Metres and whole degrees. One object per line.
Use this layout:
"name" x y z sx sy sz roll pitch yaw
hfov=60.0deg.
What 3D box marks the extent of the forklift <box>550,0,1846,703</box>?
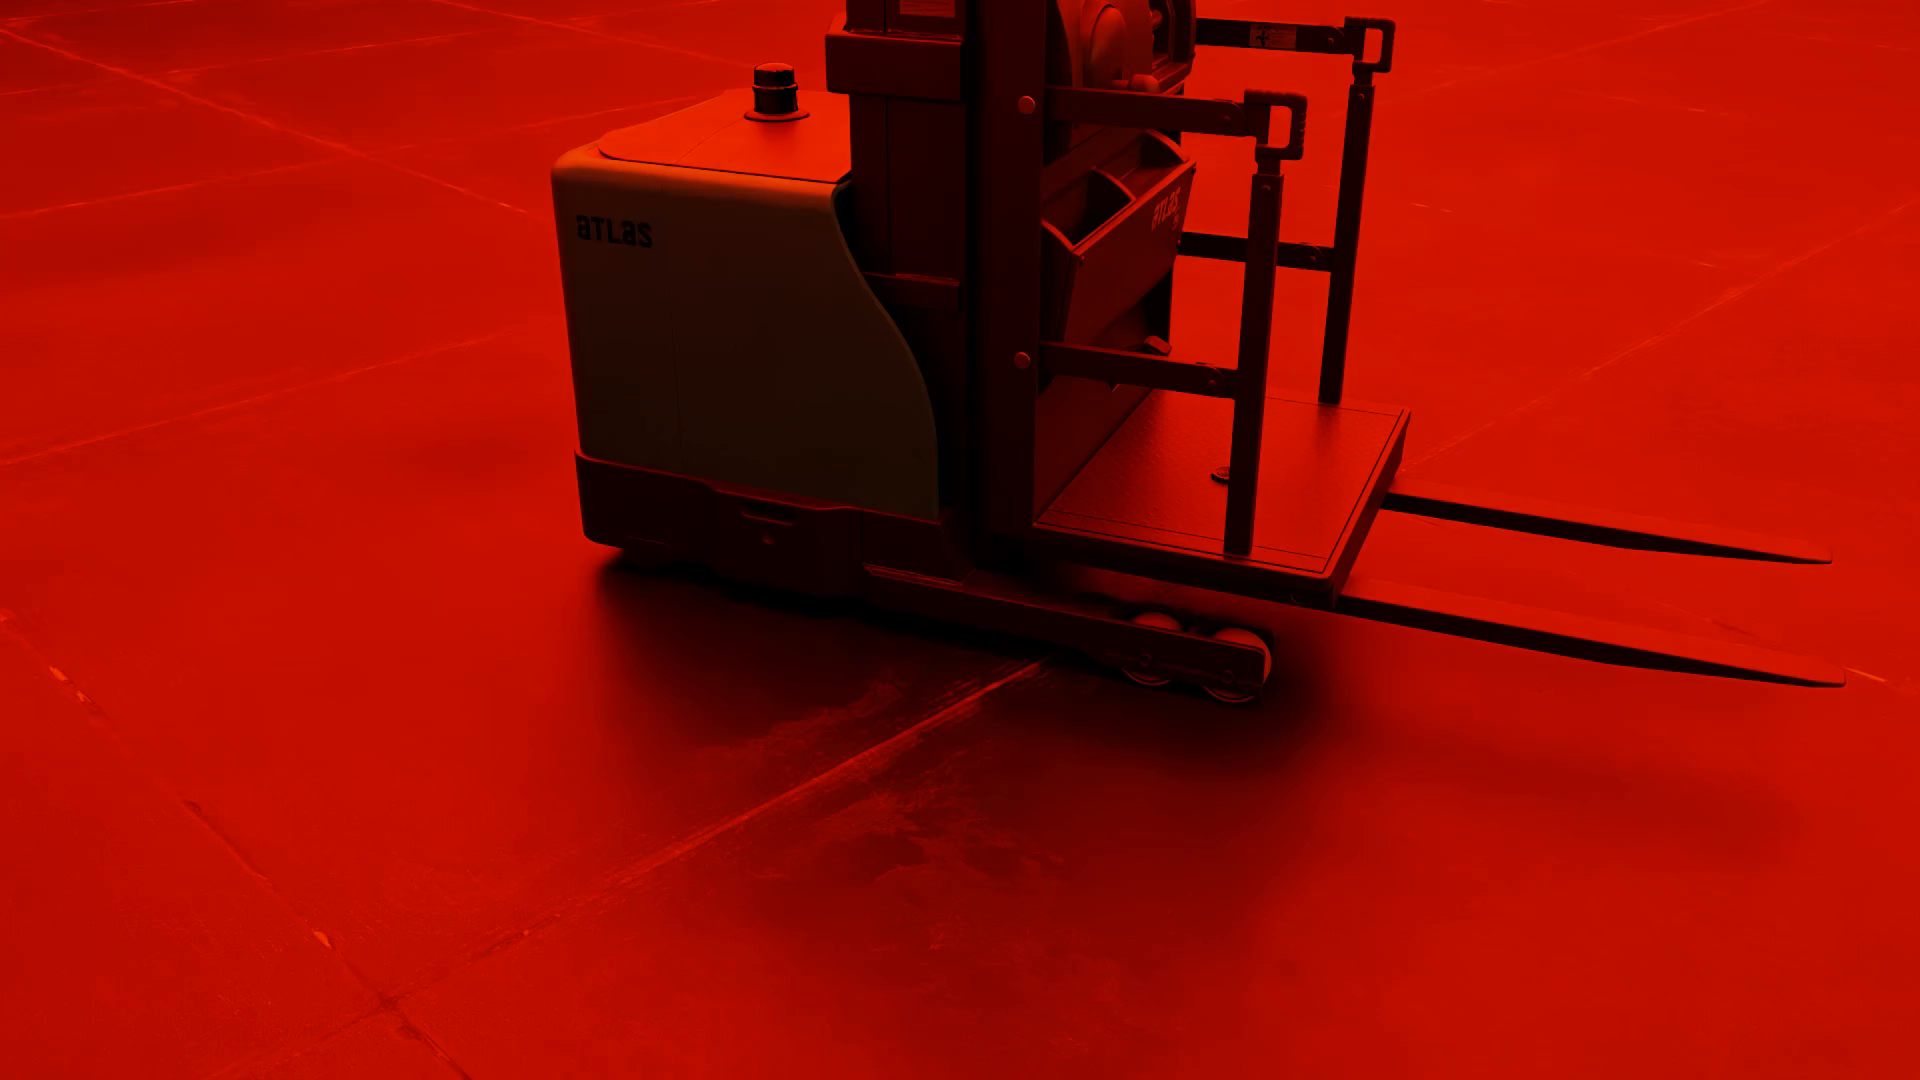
"forklift" 0.560 -1.212 3.684 3.031 2.935 1.130 11 28 20
